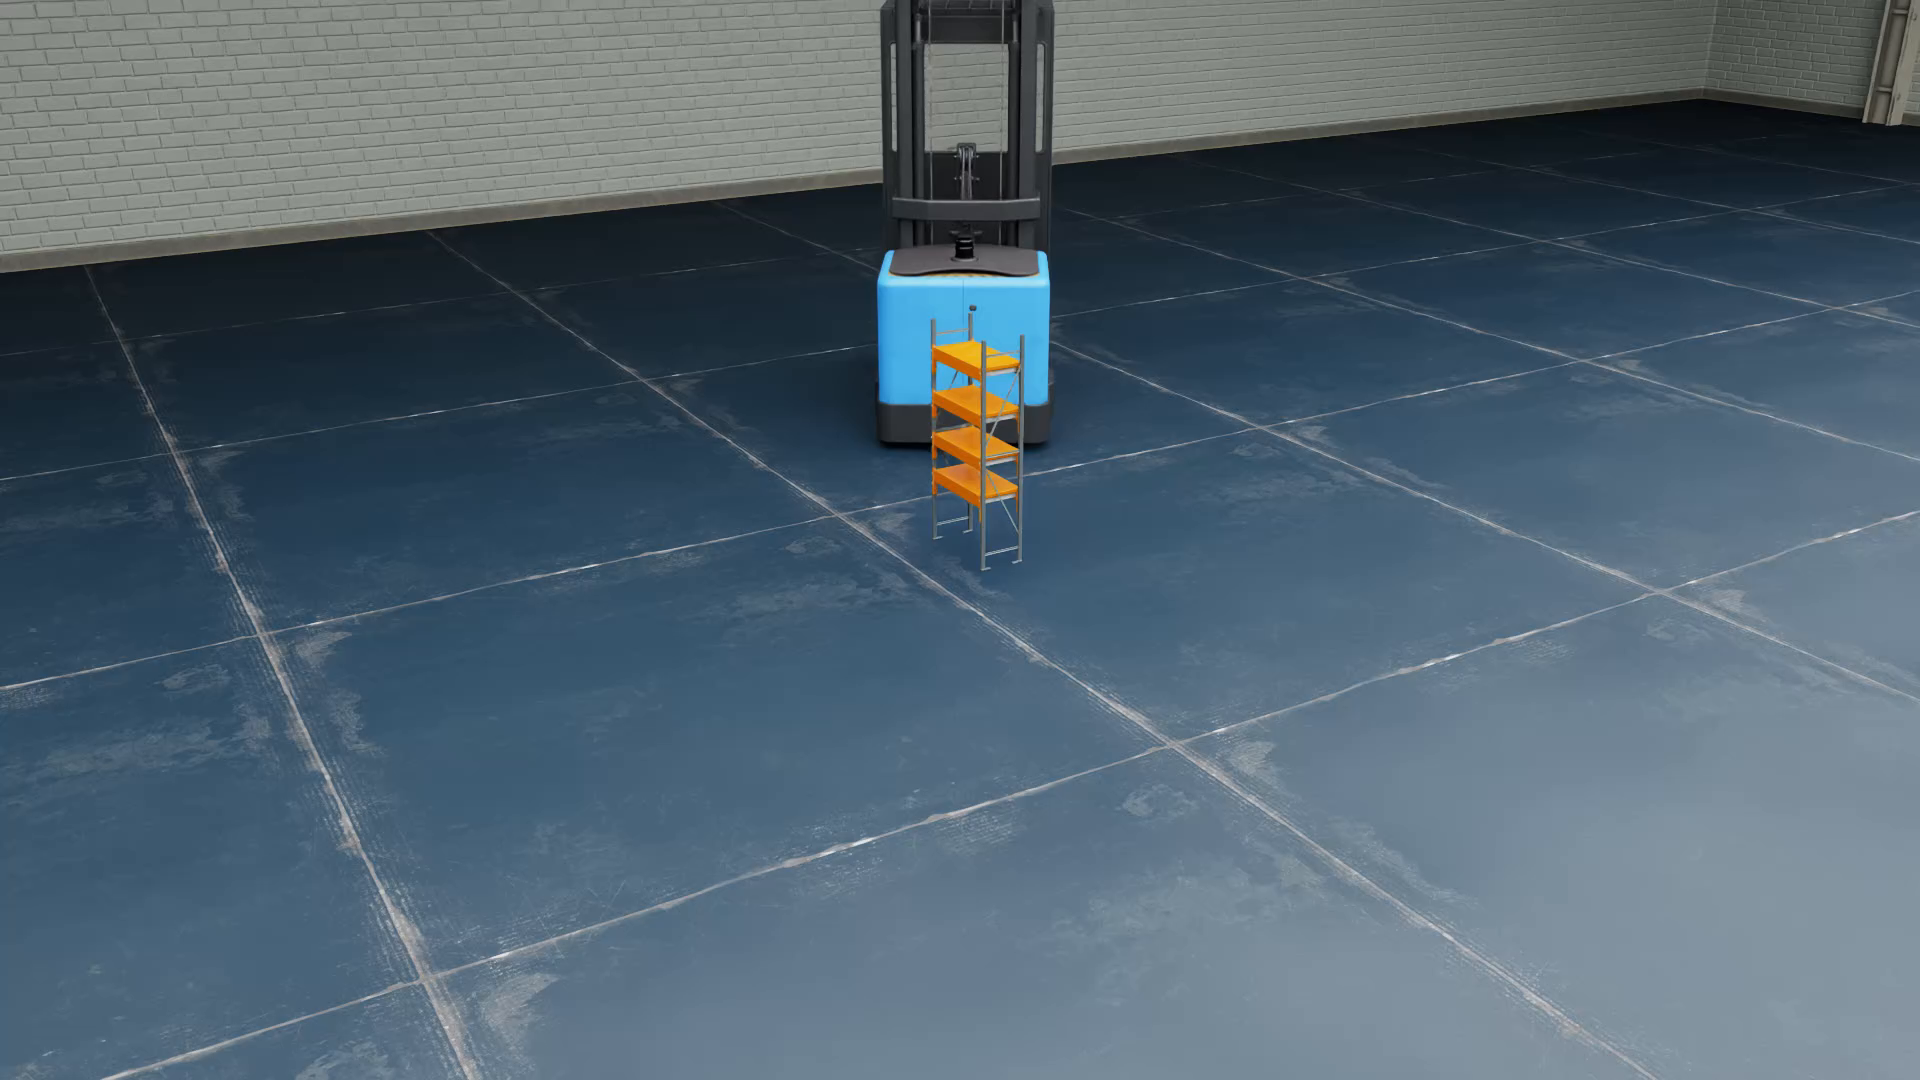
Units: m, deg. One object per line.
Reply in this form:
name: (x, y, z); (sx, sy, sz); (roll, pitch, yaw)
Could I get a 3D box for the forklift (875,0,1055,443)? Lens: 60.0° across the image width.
forklift: (0.052, -2.449, 10.943); (1.130, 2.935, 3.031); (0, 22, 1)

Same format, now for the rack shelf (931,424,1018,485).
rack shelf: (0.085, -0.440, 8.479); (0.258, 0.148, 0.480); (-13, 25, -28)

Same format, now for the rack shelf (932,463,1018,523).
rack shelf: (0.085, -0.256, 8.554); (0.258, 0.148, 0.480); (-13, 25, -28)

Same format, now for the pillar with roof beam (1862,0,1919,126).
pillar with roof beam: (9.053, -9.109, 19.272); (9.100, 9.000, 0.400); (-13, 25, -28)

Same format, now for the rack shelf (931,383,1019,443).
rack shelf: (0.085, -0.647, 8.395); (0.258, 0.148, 0.480); (-13, 25, -28)

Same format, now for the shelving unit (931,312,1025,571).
shelving unit: (0.085, -0.502, 8.454); (0.258, 1.200, 0.503); (-13, 25, -28)

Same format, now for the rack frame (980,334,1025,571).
rack frame: (0.209, -0.423, 8.259); (0.240, 1.200, 0.015); (-13, 25, -28)

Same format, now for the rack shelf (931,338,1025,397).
rack shelf: (0.085, -0.866, 8.306); (0.258, 0.148, 0.480); (-13, 25, -28)

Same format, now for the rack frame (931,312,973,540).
rack frame: (-0.040, -0.581, 8.648); (0.240, 1.200, 0.015); (-13, 25, -28)
